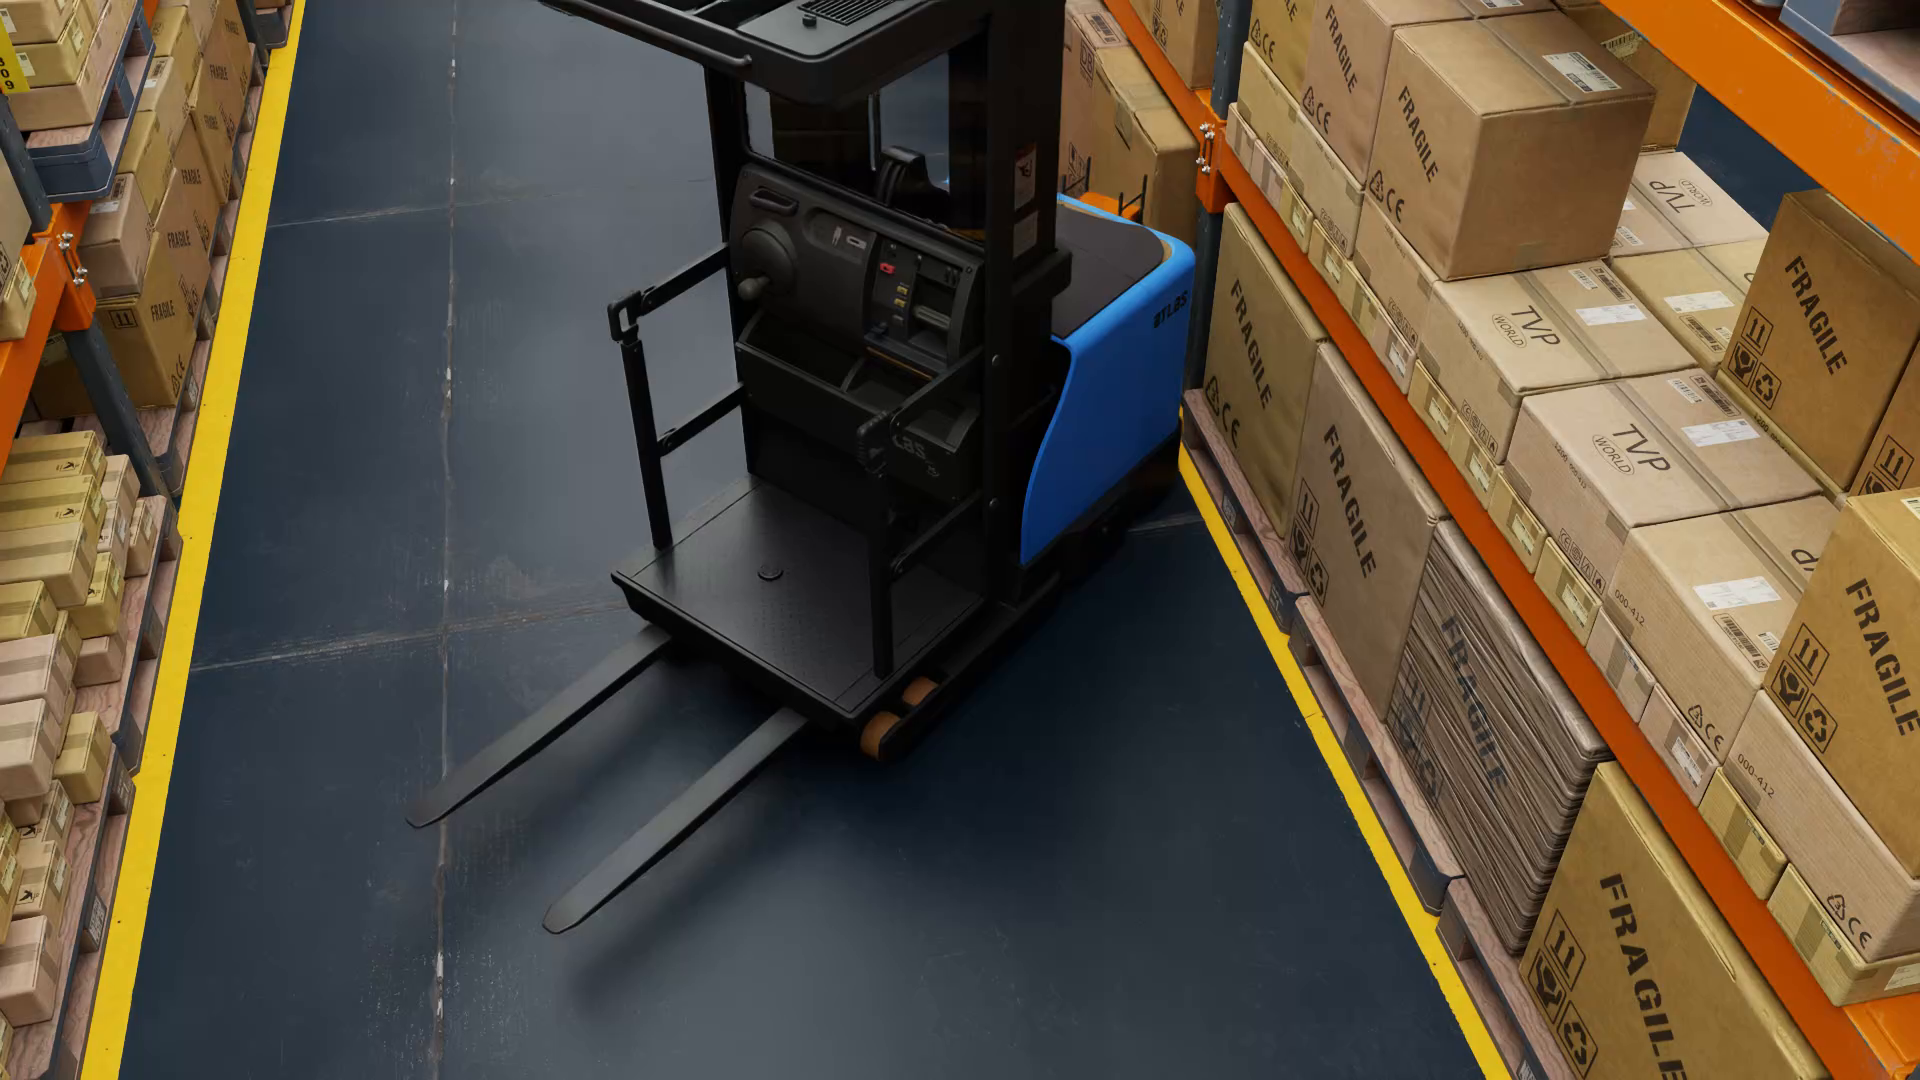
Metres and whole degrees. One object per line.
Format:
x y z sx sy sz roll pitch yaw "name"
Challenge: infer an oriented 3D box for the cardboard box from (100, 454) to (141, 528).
-3.079 -0.144 5.759 0.380 0.149 0.250 -8 42 -8 "cardboard box"

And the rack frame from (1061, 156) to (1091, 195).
0.420 -0.994 6.569 0.008 1.050 0.200 24 43 24 "rack frame"

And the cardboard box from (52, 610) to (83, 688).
-2.975 0.378 5.172 0.380 0.149 0.250 -8 42 -9 "cardboard box"

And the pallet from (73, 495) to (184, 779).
-3.278 0.373 5.671 1.003 0.211 1.213 -8 42 -9 "pallet"

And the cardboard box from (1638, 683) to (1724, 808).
1.761 0.426 3.700 0.380 0.149 0.250 -8 42 -9 "cardboard box"

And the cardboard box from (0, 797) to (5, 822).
-2.827 0.792 4.482 0.380 0.149 0.250 -8 42 -9 "cardboard box"

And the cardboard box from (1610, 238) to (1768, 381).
2.089 -0.557 4.507 0.500 0.250 0.500 -9 42 -10 "cardboard box"

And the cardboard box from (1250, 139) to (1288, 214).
1.203 -1.242 5.579 0.380 0.149 0.250 -10 43 -11 "cardboard box"

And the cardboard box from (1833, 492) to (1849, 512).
2.312 0.106 3.759 0.500 0.250 0.500 -9 42 -10 "cardboard box"

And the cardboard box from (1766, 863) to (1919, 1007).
1.872 0.758 3.326 0.380 0.149 0.250 -8 42 -8 "cardboard box"

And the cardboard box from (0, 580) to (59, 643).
-2.992 0.279 5.059 0.380 0.149 0.250 -7 42 -8 "cardboard box"

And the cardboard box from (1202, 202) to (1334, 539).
1.472 -0.669 6.028 0.875 0.875 0.875 -8 42 -9 "cardboard box"

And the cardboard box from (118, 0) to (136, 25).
-3.262 -1.989 6.104 0.380 0.149 0.250 -8 42 -9 "cardboard box"

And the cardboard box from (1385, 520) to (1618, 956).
1.858 0.492 4.721 0.875 0.875 0.875 -8 42 -9 "cardboard box"

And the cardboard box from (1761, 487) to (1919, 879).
1.909 0.234 3.051 0.500 0.500 0.500 -8 42 -9 "cardboard box"

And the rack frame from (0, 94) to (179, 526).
-3.458 -1.100 5.230 1.000 3.000 0.127 -8 42 -9 "rack frame"

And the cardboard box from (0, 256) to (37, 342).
-3.005 -0.703 4.972 0.380 0.149 0.250 -9 42 -10 "cardboard box"

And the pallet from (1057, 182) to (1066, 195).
0.900 -1.984 8.326 1.003 0.211 1.213 -8 42 -9 "pallet"

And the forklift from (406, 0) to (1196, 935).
-0.464 -0.748 4.885 1.130 2.935 3.031 28 48 28 "forklift"

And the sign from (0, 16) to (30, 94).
-2.929 -1.507 5.036 0.100 0.325 0.005 -8 42 -9 "sign"

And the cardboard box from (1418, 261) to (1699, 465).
1.571 -0.480 4.420 0.500 0.250 0.500 -8 42 -9 "cardboard box"

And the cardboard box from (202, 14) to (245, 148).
-3.815 -2.189 8.023 0.500 0.500 0.500 -7 42 -8 "cardboard box"

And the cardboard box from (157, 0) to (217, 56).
-3.798 -2.464 7.768 0.500 0.250 0.500 -8 42 -9 "cardboard box"

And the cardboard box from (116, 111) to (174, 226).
-3.477 -1.464 6.642 0.500 0.250 0.500 -7 42 -8 "cardboard box"

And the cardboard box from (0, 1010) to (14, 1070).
-2.688 1.365 4.284 0.380 0.149 0.250 -8 42 -9 "cardboard box"

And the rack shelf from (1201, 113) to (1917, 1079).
1.839 -0.180 4.735 1.077 0.370 4.000 -8 42 -9 "rack shelf"

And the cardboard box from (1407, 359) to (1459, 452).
1.484 -0.402 4.632 0.380 0.149 0.250 -9 42 -11 "cardboard box"

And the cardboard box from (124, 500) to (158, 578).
-3.040 0.014 5.805 0.380 0.149 0.250 -8 42 -9 "cardboard box"

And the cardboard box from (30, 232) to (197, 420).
-3.358 -0.839 6.503 0.500 0.500 0.500 -7 42 -8 "cardboard box"

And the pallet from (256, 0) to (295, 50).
-4.418 -3.172 9.664 1.003 0.211 1.213 -8 42 -9 "pallet"

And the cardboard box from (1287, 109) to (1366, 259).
1.355 -1.135 5.158 0.500 0.250 0.500 -9 42 -9 "cardboard box"

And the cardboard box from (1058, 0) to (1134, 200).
1.056 -2.099 7.639 1.225 0.875 0.875 -10 43 -11 "cardboard box"

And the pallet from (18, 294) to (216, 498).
-3.627 -0.562 6.724 1.003 0.211 1.213 -8 42 -9 "pallet"

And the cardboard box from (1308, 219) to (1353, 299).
1.319 -0.901 5.195 0.380 0.149 0.250 -9 42 -10 "cardboard box"

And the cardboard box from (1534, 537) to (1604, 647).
1.650 0.096 4.072 0.380 0.149 0.250 -9 42 -10 "cardboard box"

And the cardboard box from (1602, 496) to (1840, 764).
1.798 0.187 3.668 0.500 0.250 0.500 -9 42 -10 "cardboard box"

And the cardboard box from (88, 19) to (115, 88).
-3.159 -1.663 5.737 0.380 0.149 0.250 -8 42 -9 "cardboard box"

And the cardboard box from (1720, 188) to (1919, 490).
2.205 -0.497 3.874 0.500 0.500 0.500 -9 42 -10 "cardboard box"

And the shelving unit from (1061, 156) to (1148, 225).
0.521 -0.949 6.518 0.252 1.050 0.215 24 43 24 "shelving unit"

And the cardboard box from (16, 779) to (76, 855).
-2.826 0.864 4.848 0.380 0.149 0.250 -8 42 -8 "cardboard box"

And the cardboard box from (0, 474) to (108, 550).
-3.033 -0.060 5.441 0.380 0.149 0.250 -8 42 -9 "cardboard box"

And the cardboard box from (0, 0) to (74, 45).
-3.094 -1.707 5.338 0.380 0.149 0.250 -6 42 -7 "cardboard box"

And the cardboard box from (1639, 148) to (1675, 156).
1.873 -1.217 5.250 0.500 0.250 0.500 -7 42 -8 "cardboard box"

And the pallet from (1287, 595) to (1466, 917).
1.762 0.594 5.422 1.003 0.211 1.213 -8 42 -9 "pallet"

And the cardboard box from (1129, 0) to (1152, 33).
0.940 -2.368 6.583 0.500 0.500 0.500 -7 42 -8 "cardboard box"

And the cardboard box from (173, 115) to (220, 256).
-3.600 -1.520 7.269 0.500 0.500 0.500 -8 42 -9 "cardboard box"
